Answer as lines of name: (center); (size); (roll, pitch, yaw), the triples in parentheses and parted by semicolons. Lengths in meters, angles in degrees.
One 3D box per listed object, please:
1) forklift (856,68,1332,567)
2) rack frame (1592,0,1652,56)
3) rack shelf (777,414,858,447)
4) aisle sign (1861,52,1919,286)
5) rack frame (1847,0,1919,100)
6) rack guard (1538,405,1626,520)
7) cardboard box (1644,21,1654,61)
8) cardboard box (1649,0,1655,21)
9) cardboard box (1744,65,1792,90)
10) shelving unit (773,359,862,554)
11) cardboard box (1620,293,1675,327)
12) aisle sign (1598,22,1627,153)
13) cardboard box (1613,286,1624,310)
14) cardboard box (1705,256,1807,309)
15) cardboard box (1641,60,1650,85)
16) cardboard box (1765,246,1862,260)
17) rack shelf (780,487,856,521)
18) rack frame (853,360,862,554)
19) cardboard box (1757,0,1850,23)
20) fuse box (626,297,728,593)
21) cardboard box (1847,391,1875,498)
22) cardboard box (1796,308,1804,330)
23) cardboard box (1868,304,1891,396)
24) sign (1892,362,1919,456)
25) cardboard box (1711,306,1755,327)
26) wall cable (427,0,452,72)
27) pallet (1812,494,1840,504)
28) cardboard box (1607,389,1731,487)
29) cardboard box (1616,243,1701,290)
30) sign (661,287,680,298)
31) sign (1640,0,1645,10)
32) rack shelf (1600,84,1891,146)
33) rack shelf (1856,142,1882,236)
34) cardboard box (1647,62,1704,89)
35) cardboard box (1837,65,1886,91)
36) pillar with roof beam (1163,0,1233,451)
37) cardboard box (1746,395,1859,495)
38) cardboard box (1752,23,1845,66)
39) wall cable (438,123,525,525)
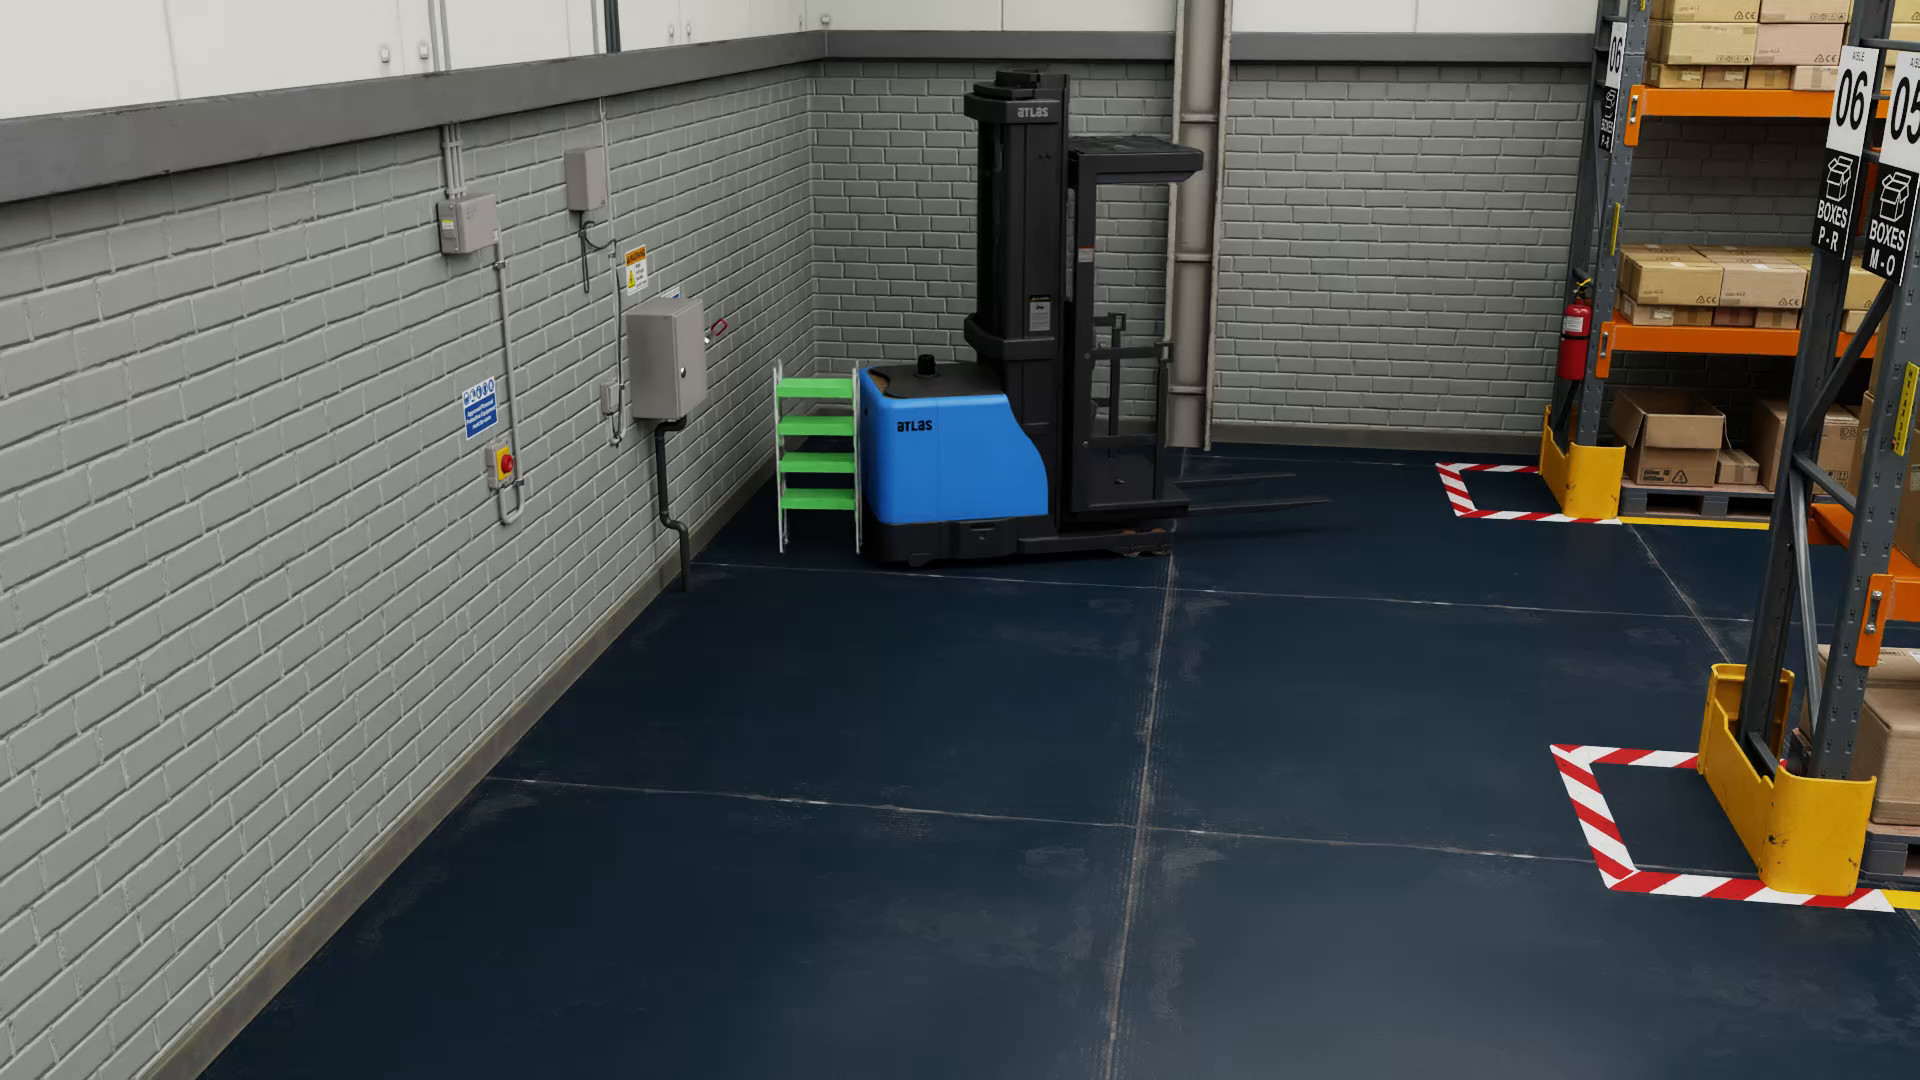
forklift: (0.883, -1.441, 10.491); (3.031, 2.935, 1.130); (-4, 19, -11)
rack frame: (4.285, -4.597, 10.360); (0.127, 3.000, 1.000); (3, 19, 9)
rack shelf: (-0.887, -0.686, 10.407); (0.480, 0.148, 0.258); (1, 19, 2)
aisle sign: (3.385, -1.342, 5.991); (0.004, 0.787, 0.394); (3, 19, 9)
rack frame: (3.502, -3.042, 5.712); (0.127, 3.000, 1.000); (3, 19, 9)
rack guard: (4.360, -0.563, 11.697); (0.348, 0.500, 1.175); (3, 19, 9)
cardboard box: (4.768, -3.307, 11.001); (0.500, 0.250, 0.500); (3, 19, 8)
cardboard box: (4.768, -3.547, 10.928); (0.500, 0.250, 0.500); (2, 19, 7)
cardboard box: (5.077, -2.943, 10.541); (0.250, 0.149, 0.380); (3, 19, 9)
shelving unit: (-0.887, -0.519, 10.463); (0.503, 1.200, 0.258); (1, 19, 2)
cardboard box: (4.566, -1.530, 11.046); (0.250, 0.149, 0.380); (3, 19, 8)
aisle sign: (4.171, -2.896, 10.635); (0.004, 0.787, 0.394); (3, 19, 9)
cardboard box: (4.655, -1.700, 11.554); (0.250, 0.149, 0.380); (3, 19, 8)
cardboard box: (5.188, -1.689, 10.893); (0.500, 0.250, 0.500); (3, 19, 9)
cardboard box: (4.638, -3.112, 11.045); (0.250, 0.149, 0.380); (3, 19, 10)
cardboard box: (5.779, -1.829, 11.311); (0.500, 0.250, 0.500); (4, 19, 10)
rack shelf: (-0.887, -0.231, 10.559); (0.480, 0.148, 0.258); (1, 19, 2)
rack frame: (-0.643, -0.516, 10.454); (0.015, 1.200, 0.240); (1, 19, 2)
cardboard box: (5.183, -3.349, 10.337); (0.500, 0.250, 0.500); (3, 19, 8)
fuse box: (-1.592, -0.513, 9.640); (0.414, 1.711, 0.539); (3, 19, 9)
cardboard box: (4.020, -0.303, 6.823); (0.500, 0.500, 0.500); (3, 19, 9)
cardboard box: (5.593, -1.486, 10.914); (0.250, 0.149, 0.380); (3, 19, 9)
cardboard box: (4.016, -0.769, 6.640); (0.500, 0.500, 0.500); (4, 19, 10)
sign: (3.408, -0.471, 5.995); (0.005, 0.325, 0.100); (3, 19, 9)
cardboard box: (5.090, -1.530, 11.044); (0.250, 0.149, 0.380); (3, 19, 8)
wall cable: (-2.159, -3.240, 6.304); (0.029, 3.000, 0.463); (3, 19, 9)
pallet: (6.349, -0.324, 11.439); (1.213, 0.211, 1.003); (3, 19, 9)
cardboard box: (4.874, -0.707, 11.461); (0.637, 0.503, 0.797); (2, 19, 6)
cardboard box: (4.782, -1.882, 11.468); (0.500, 0.250, 0.500); (3, 19, 10)
sign: (-1.718, -1.244, 9.944); (0.001, 0.494, 0.329); (3, 19, 9)
sign: (4.199, -3.419, 10.189); (0.005, 0.325, 0.100); (3, 19, 9)
rack shelf: (6.260, -2.733, 10.650); (4.000, 0.370, 1.077); (3, 19, 9)
rack shelf: (5.476, -1.178, 6.001); (4.000, 0.370, 1.077); (3, 19, 9)
cardboard box: (4.563, -2.967, 10.610); (0.250, 0.149, 0.380); (3, 19, 10)
cardboard box: (5.566, -2.888, 10.375); (0.250, 0.149, 0.380); (3, 19, 8)
pillar with roof beam: (1.083, -3.666, 7.579); (0.400, 9.000, 9.100); (3, 19, 9)
cardboard box: (5.712, -0.650, 11.296); (0.500, 0.500, 0.700); (4, 19, 11)
cardboard box: (5.185, -3.117, 10.433); (0.500, 0.250, 0.500); (3, 19, 10)
wall cable: (-2.069, -0.970, 7.324); (0.123, 1.953, 0.585); (3, 19, 9)
